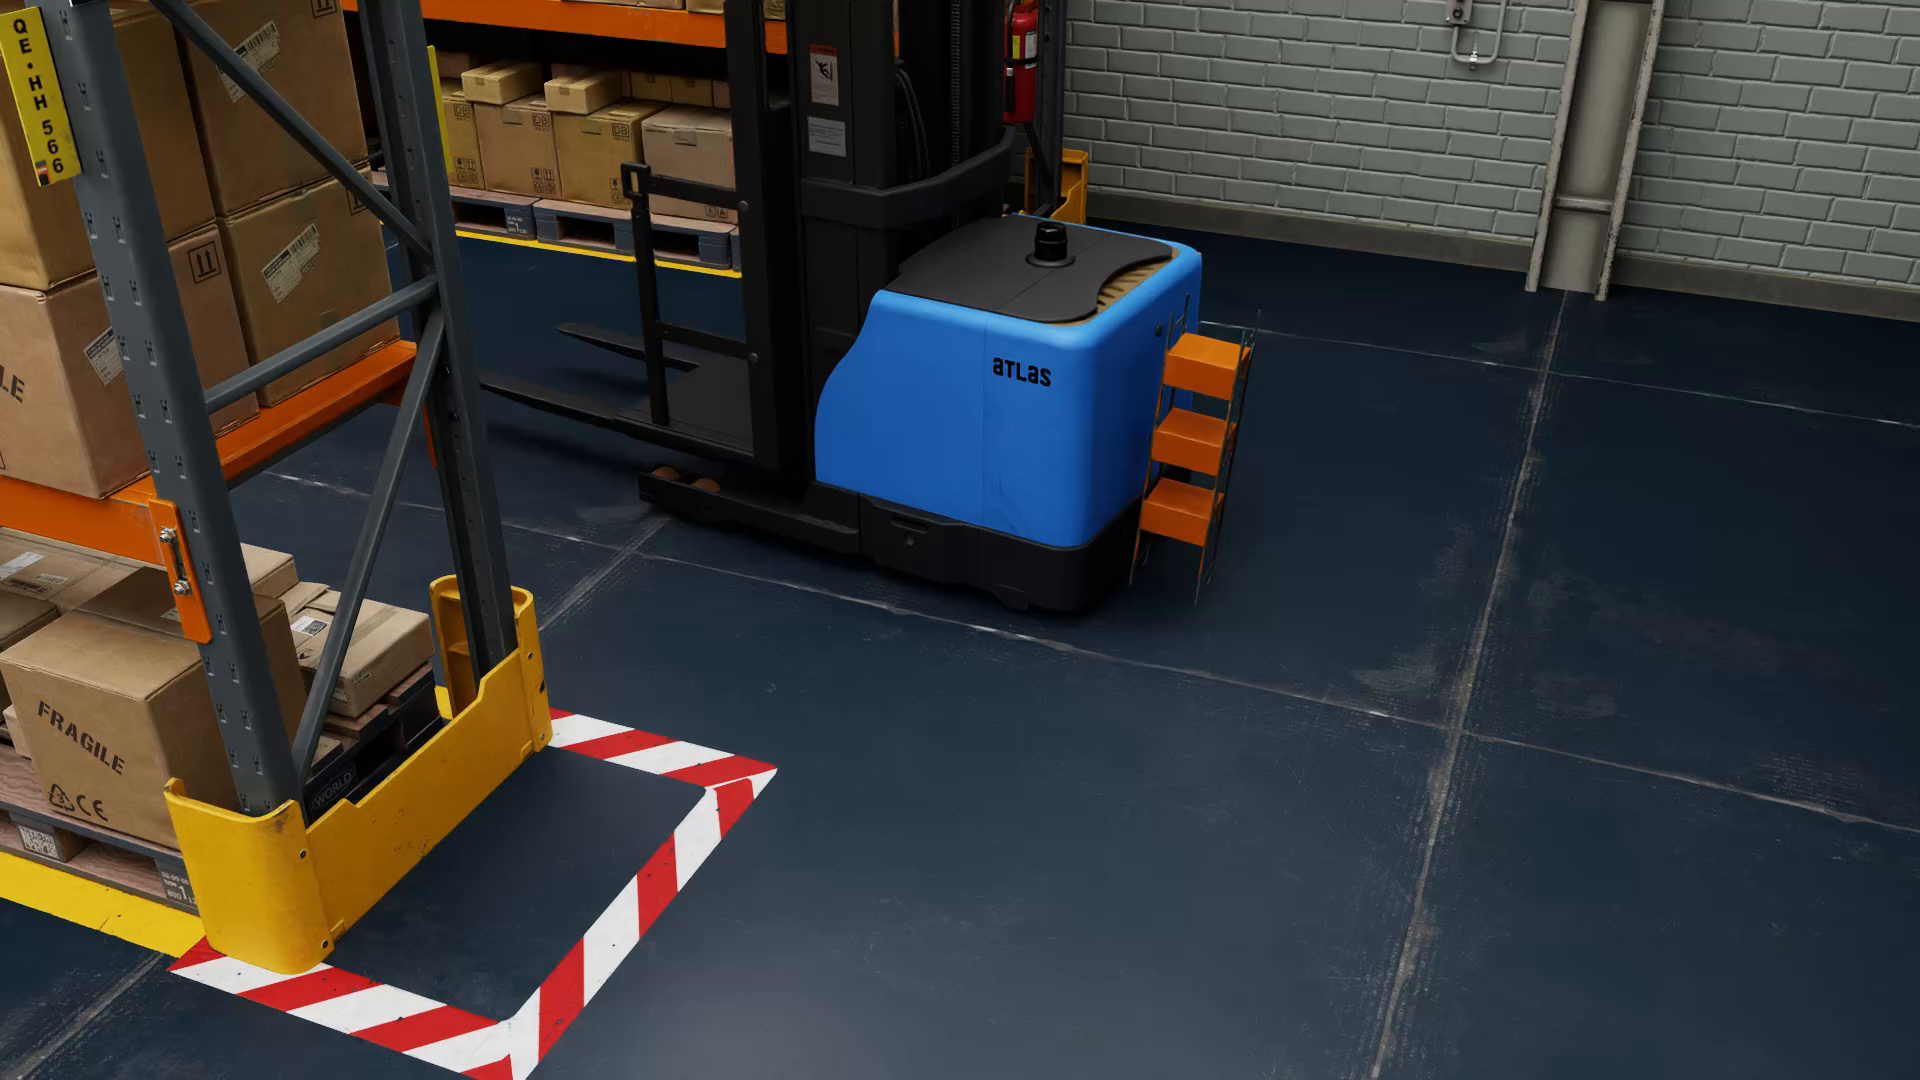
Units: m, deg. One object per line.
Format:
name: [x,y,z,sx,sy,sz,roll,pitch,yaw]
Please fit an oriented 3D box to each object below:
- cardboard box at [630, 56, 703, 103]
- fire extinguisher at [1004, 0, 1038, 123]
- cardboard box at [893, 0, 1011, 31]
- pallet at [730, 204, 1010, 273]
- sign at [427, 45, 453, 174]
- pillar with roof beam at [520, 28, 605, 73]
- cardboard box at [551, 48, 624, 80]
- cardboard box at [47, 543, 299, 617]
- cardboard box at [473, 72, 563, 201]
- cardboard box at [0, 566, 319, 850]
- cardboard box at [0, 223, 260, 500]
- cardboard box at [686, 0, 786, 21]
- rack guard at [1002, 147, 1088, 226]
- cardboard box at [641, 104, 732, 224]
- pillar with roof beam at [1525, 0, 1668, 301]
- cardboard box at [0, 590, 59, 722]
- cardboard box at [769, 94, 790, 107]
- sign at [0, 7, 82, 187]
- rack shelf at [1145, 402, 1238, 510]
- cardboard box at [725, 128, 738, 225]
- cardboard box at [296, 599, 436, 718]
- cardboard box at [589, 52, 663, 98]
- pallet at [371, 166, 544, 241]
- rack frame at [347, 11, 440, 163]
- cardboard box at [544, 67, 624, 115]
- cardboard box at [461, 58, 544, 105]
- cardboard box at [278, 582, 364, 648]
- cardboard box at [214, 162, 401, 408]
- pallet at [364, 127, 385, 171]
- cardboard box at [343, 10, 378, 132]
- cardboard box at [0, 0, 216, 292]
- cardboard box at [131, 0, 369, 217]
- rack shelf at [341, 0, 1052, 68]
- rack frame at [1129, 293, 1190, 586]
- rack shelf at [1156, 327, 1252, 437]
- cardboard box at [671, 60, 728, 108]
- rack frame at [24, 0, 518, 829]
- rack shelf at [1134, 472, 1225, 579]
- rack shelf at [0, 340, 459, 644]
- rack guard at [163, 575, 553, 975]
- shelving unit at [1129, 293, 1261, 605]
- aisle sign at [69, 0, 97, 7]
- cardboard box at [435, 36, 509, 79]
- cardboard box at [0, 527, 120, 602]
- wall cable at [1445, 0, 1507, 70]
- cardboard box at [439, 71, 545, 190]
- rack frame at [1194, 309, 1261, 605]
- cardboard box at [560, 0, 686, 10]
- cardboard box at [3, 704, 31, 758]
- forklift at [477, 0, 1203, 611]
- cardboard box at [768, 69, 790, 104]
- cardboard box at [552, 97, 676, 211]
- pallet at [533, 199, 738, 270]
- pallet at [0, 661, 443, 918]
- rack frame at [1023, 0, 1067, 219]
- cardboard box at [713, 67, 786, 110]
cardboard box: [-1.601,-2.532,9.135,0.250,0.149,0.380,11,31,18]
fire extinguisher: [0.271,-2.287,7.706,0.183,0.674,0.296,11,31,19]
cardboard box: [-0.172,-2.942,8.102,0.700,0.700,0.980,13,32,21]
pallet: [-0.466,-1.620,8.902,1.213,0.211,1.003,11,31,19]
sign: [-1.351,-1.087,4.245,0.005,0.325,0.100,11,31,19]
pillar with roof beam: [-4.047,-4.376,4.846,0.400,9.000,9.100,11,31,19]
cardboard box: [-2.074,-2.626,9.302,0.250,0.149,0.380,10,31,18]
cardboard box: [-2.415,0.221,5.159,0.500,0.250,0.500,11,31,19]
cardboard box: [-2.283,-2.277,9.343,0.500,0.500,0.700,11,31,19]
cardboard box: [-2.151,0.446,4.506,0.500,0.500,0.500,11,31,19]
cardboard box: [-2.072,-0.465,3.922,0.500,0.500,0.500,12,32,21]
cardboard box: [-0.850,-3.072,8.331,0.700,0.700,0.980,11,31,19]
rack guard: [0.327,-1.629,8.624,0.348,0.500,1.175,11,31,19]
cardboard box: [-1.312,-2.086,9.005,0.500,0.500,0.700,10,31,17]
pillar with roof beam: [1.513,-3.265,2.882,0.400,9.000,9.100,11,31,19]
cardboard box: [-3.020,0.365,4.903,0.500,0.250,0.500,11,31,19]
cardboard box: [-0.806,-2.170,8.496,0.250,0.149,0.380,12,32,20]
sign: [-1.782,-0.855,3.216,0.005,0.325,0.100,11,31,19]
rack shelf: [0.795,-0.289,5.697,0.240,0.259,0.215,16,33,18]
cardboard box: [-0.845,-1.993,8.841,0.500,0.500,0.700,11,31,19]
cardboard box: [-1.813,0.353,5.027,0.250,0.149,0.380,11,31,19]
cardboard box: [-1.840,-2.579,9.219,0.250,0.149,0.380,12,31,20]
pallet: [-2.727,-2.072,9.700,1.213,0.211,1.003,11,31,19]
rack frame: [-3.402,-3.462,9.326,0.127,3.000,1.000,11,31,19]
cardboard box: [-2.015,-2.411,8.921,0.250,0.149,0.380,10,31,18]
cardboard box: [-2.499,-2.507,9.092,0.250,0.149,0.380,12,32,21]
cardboard box: [-2.045,0.299,5.105,0.250,0.166,0.380,11,31,19]
cardboard box: [-1.867,-0.708,4.353,0.500,0.500,0.500,12,32,20]
pallet: [-4.145,-2.356,10.204,1.213,0.211,1.003,11,31,19]
cardboard box: [-4.053,-2.770,9.860,0.750,0.750,0.750,12,32,20]
cardboard box: [-2.070,-0.898,3.673,0.500,0.500,0.500,11,31,19]
cardboard box: [-1.867,-1.144,4.107,0.500,0.500,0.500,12,32,21]
rack shelf: [-1.549,-2.779,8.849,4.000,0.370,1.077,11,31,19]
rack frame: [0.684,-0.330,5.729,0.008,1.050,0.200,16,33,18]
rack shelf: [0.816,-0.530,5.550,0.240,0.259,0.215,16,33,18]
cardboard box: [-1.366,-2.485,9.052,0.250,0.149,0.380,12,31,20]
rack frame: [-1.554,-0.462,4.020,0.127,3.000,1.000,11,31,19]
rack shelf: [0.774,-0.052,5.841,0.240,0.259,0.215,16,33,18]
rack shelf: [-3.408,-0.519,4.851,4.000,0.370,1.077,11,31,19]
rack guard: [-1.625,0.612,4.660,0.348,0.500,1.175,11,31,19]
shelving unit: [0.796,-0.298,5.691,0.252,1.050,0.215,16,33,18]
aisle sign: [-1.606,-1.442,3.111,0.004,0.787,0.394,11,31,19]
cardboard box: [-2.807,-2.771,9.559,0.250,0.149,0.380,11,31,19]
cardboard box: [-2.878,0.128,5.322,0.500,0.250,0.500,11,31,19]
wall cable: [1.847,-3.359,8.111,1.851,1.984,0.084,11,31,19]
cardboard box: [-2.748,-2.371,9.511,0.500,0.500,0.700,12,32,20]
rack frame: [0.907,-0.265,5.654,0.008,1.050,0.200,16,33,18]
cardboard box: [-1.553,-3.217,8.588,0.700,0.700,0.980,10,31,17]
cardboard box: [-2.492,0.475,4.793,0.250,0.166,0.380,11,31,19]
forklift: [-0.655,-1.549,6.012,3.031,2.935,1.130,16,33,26]
cardboard box: [-0.892,-2.391,8.886,0.250,0.149,0.380,12,31,20]
cardboard box: [-1.809,-2.181,9.174,0.500,0.500,0.700,12,32,20]
pallet: [-1.592,-1.847,9.302,1.213,0.211,1.003,11,31,19]
pallet: [-2.364,0.591,4.991,1.213,0.211,1.003,11,31,19]
rack frame: [0.305,-2.722,8.017,0.127,3.000,1.000,11,31,19]
cardboard box: [-1.128,-2.437,8.968,0.250,0.149,0.380,12,32,20]
